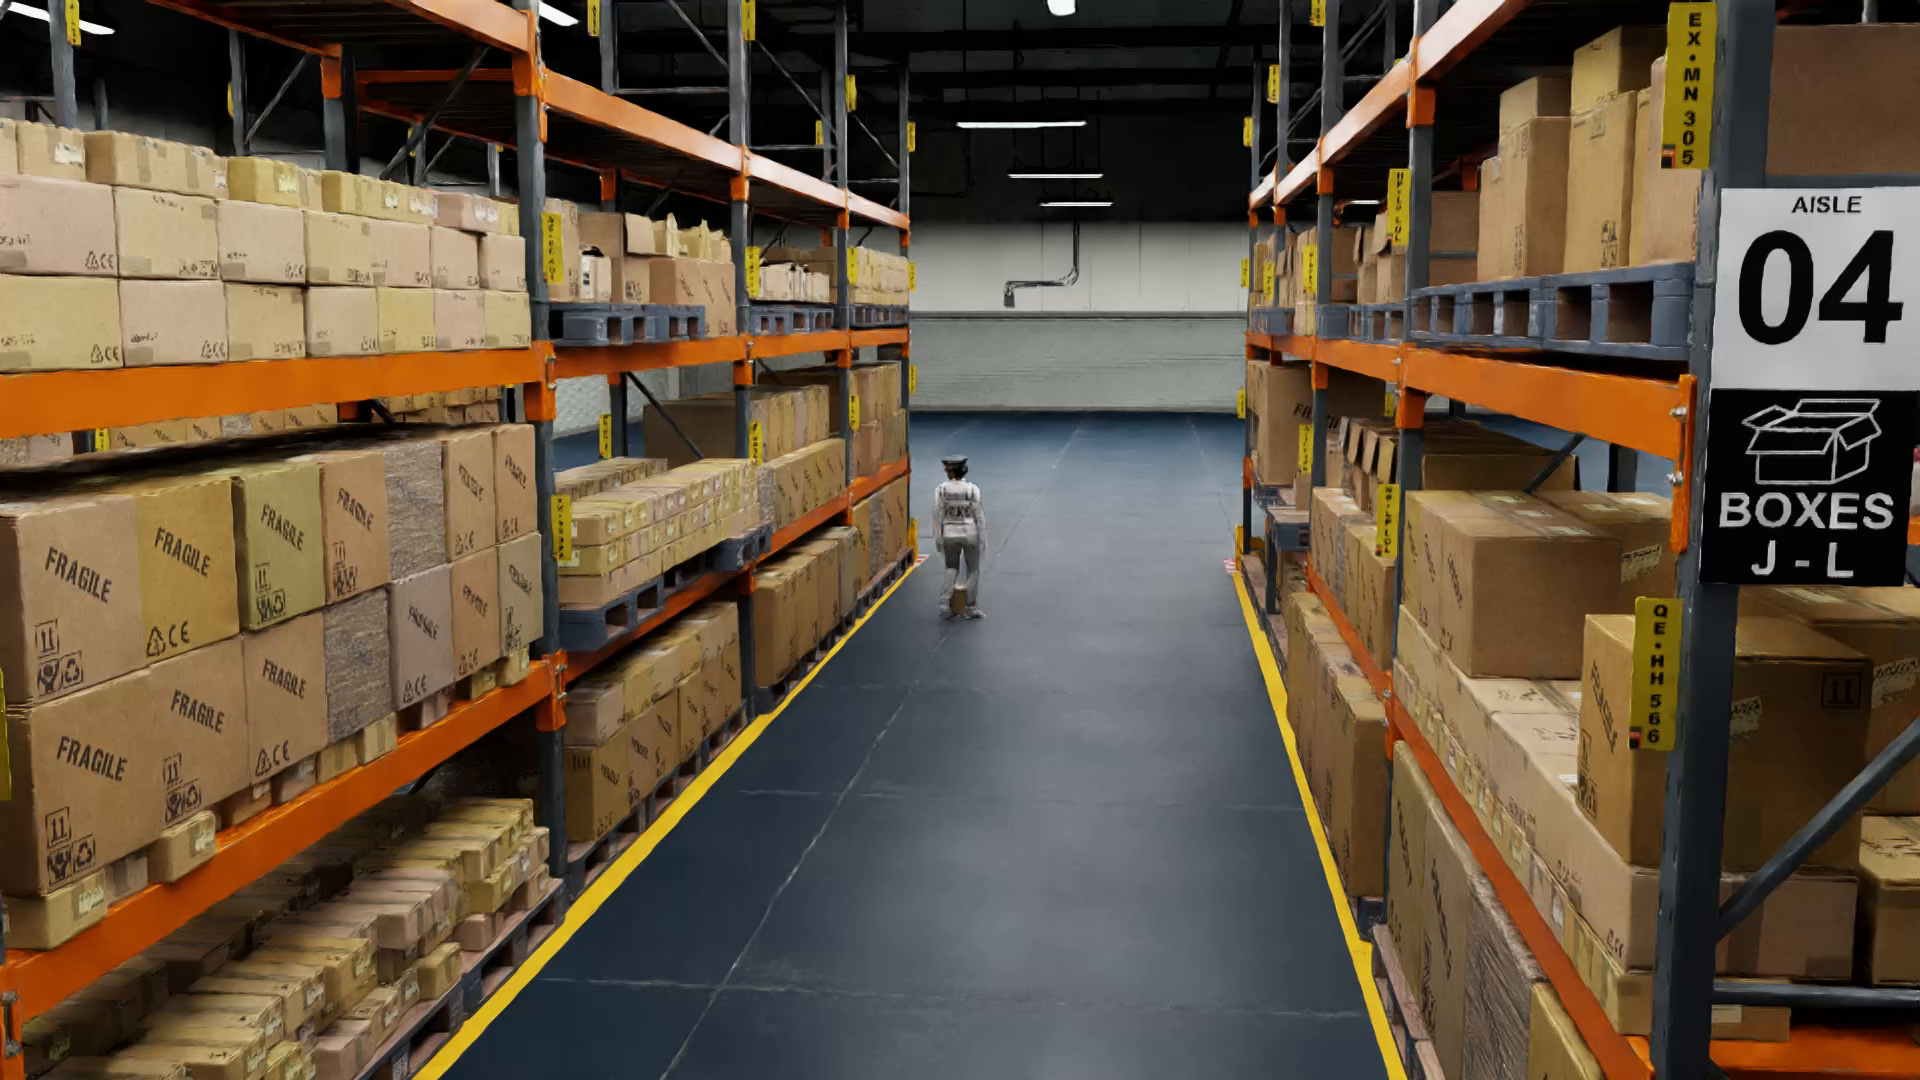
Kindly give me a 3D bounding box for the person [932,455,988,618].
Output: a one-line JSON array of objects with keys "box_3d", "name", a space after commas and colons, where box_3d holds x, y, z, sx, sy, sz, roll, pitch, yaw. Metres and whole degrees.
[{"box_3d": [0.011, -0.021, 16.109, 0.515, 1.637, 0.654, 3, 8, 18], "name": "person"}]
